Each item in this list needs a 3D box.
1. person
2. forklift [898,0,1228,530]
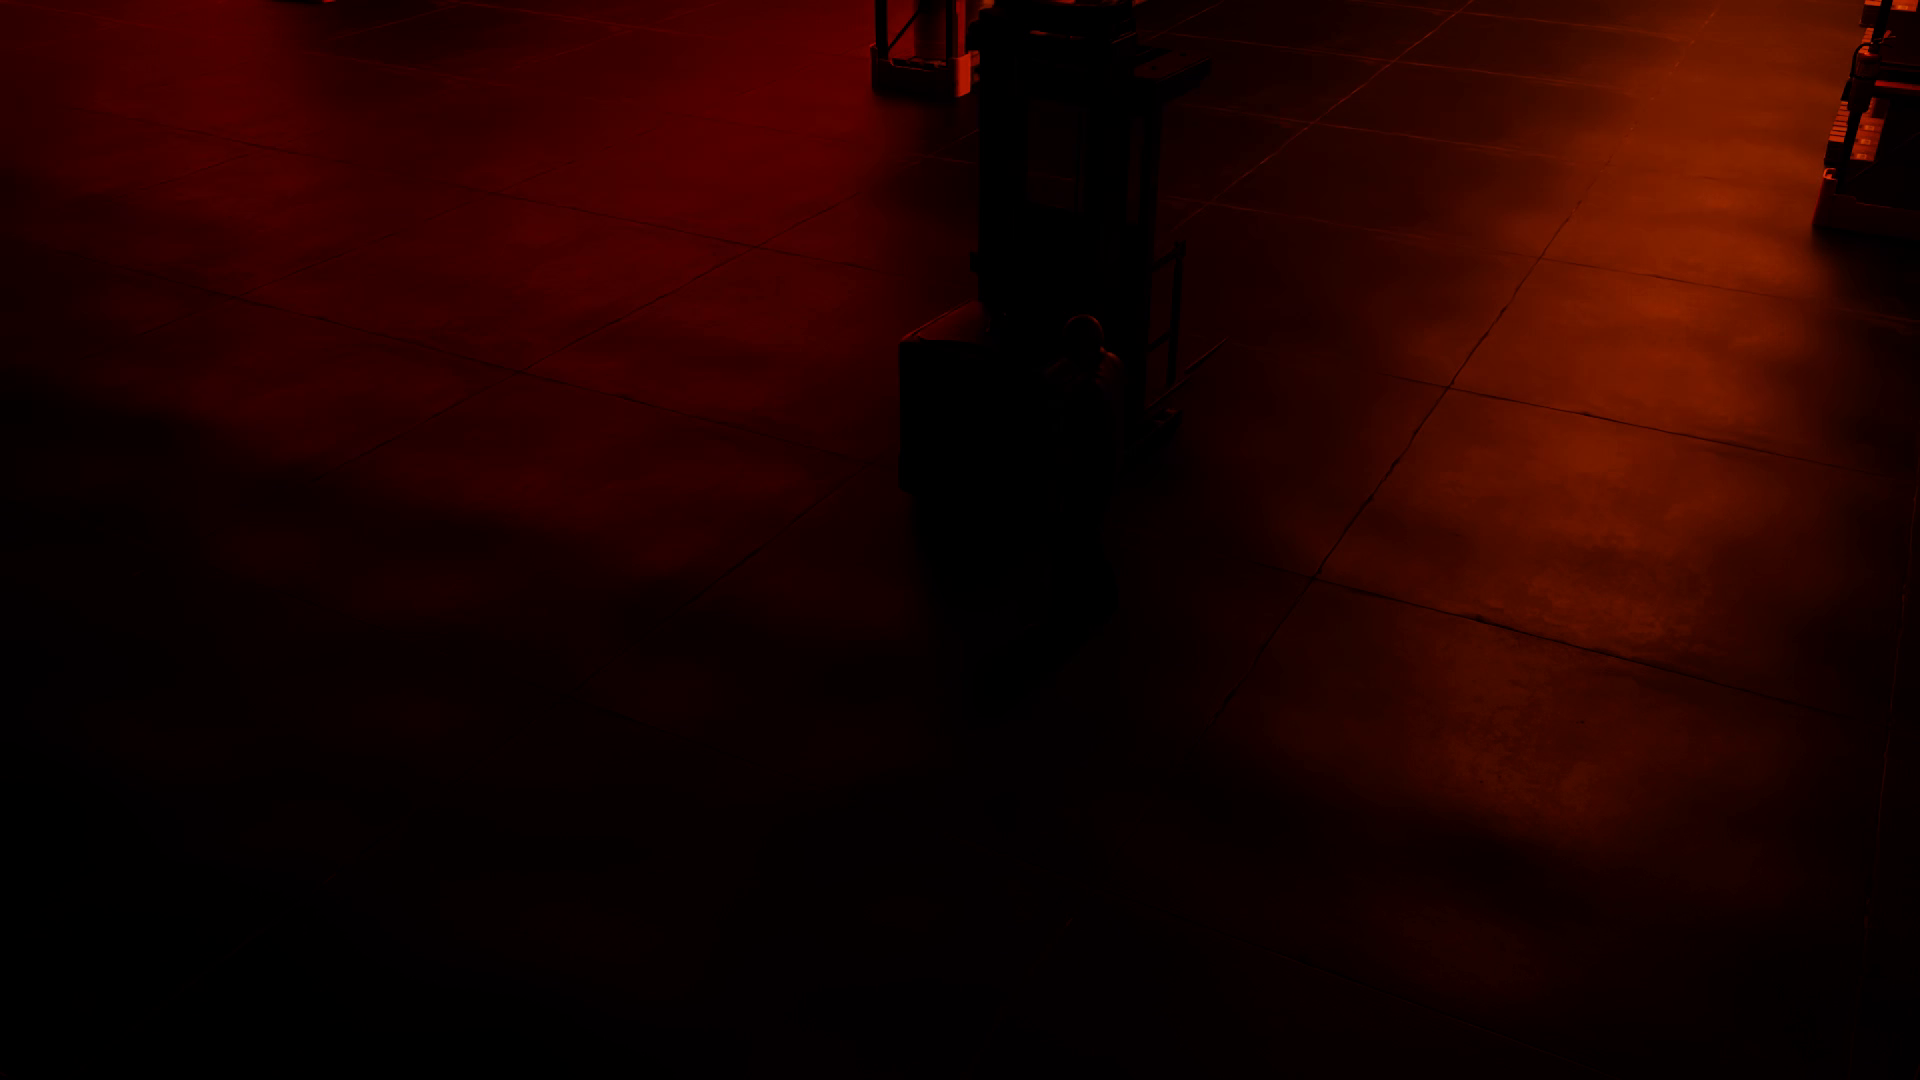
[{"bbox_3d":[0.665,-0.380,8.912,0.440,1.752,0.832,8,31,14],"label":"person"},{"bbox_3d":[0.846,-2.024,10.577,1.130,2.935,3.031,18,35,28],"label":"forklift"}]
